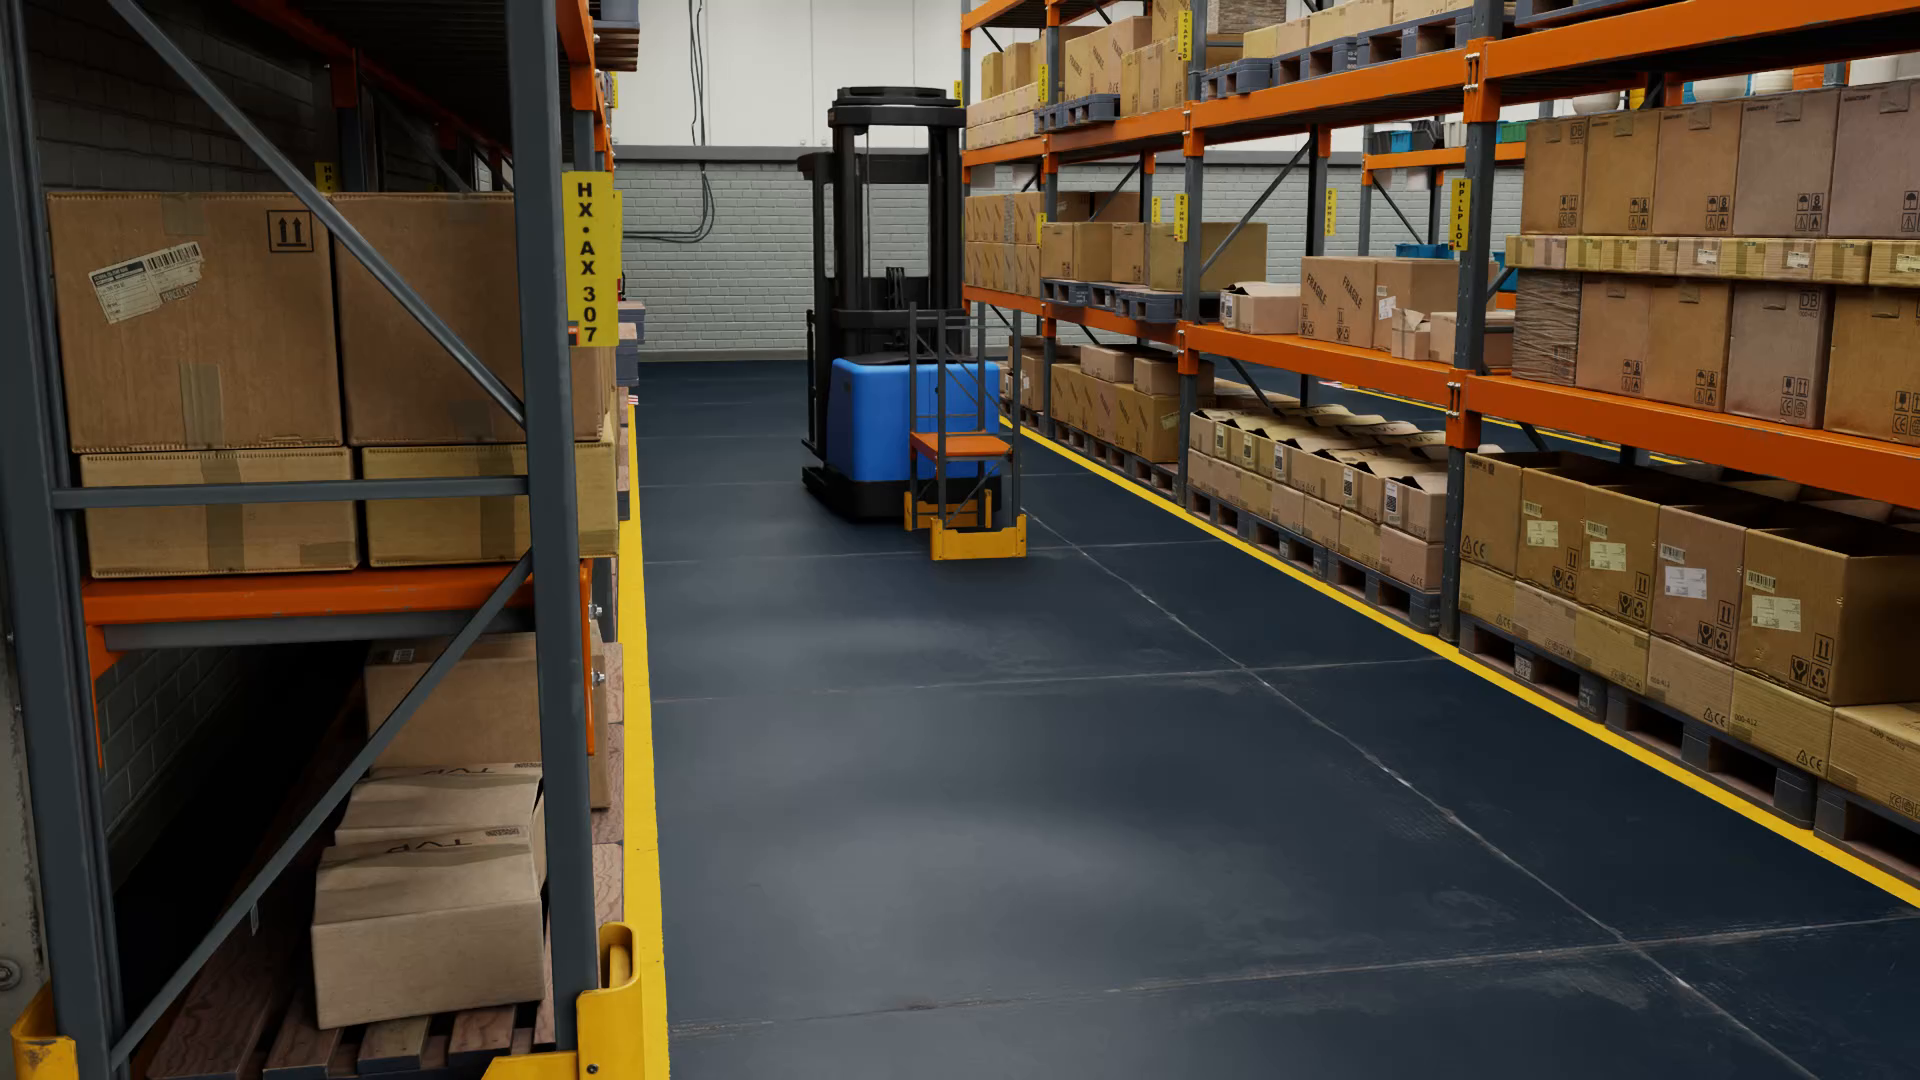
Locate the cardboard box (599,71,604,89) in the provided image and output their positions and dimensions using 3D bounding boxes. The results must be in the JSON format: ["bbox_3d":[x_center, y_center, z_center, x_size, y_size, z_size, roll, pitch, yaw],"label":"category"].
[{"bbox_3d":[-2.383,-2.868,9.905,0.500,0.311,0.500,-2,11,-11],"label":"cardboard box"}]

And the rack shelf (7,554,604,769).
[{"bbox_3d":[-1.621,-0.097,5.107,1.077,0.370,4.000,-2,11,-11],"label":"rack shelf"}]

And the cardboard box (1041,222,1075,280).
[{"bbox_3d":[1.165,-2.625,15.078,0.700,0.500,0.500,-6,12,-30],"label":"cardboard box"}]

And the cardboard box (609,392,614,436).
[{"bbox_3d":[-1.224,-0.309,4.645,0.500,0.250,0.500,-2,11,-12],"label":"cardboard box"}]

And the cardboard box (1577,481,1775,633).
[{"bbox_3d":[2.826,0.058,6.594,0.500,0.500,0.500,-2,11,-11],"label":"cardboard box"}]

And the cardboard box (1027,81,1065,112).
[{"bbox_3d":[0.932,-4.190,15.729,0.500,0.250,0.500,-2,11,-11],"label":"cardboard box"}]

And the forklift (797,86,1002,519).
[{"bbox_3d":[-0.587,-1.816,12.401,1.130,2.935,3.031,-3,11,-15],"label":"forklift"}]

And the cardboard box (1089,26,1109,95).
[{"bbox_3d":[1.471,-4.026,14.148,0.600,0.600,0.600,-2,11,-12],"label":"cardboard box"}]

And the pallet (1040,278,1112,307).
[{"bbox_3d":[1.341,-2.220,14.852,1.003,0.211,1.213,-2,11,-11],"label":"pallet"}]

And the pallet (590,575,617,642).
[{"bbox_3d":[-2.163,0.410,7.977,1.003,0.211,1.213,-2,11,-11],"label":"pallet"}]

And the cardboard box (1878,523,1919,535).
[{"bbox_3d":[3.531,0.223,5.730,0.500,0.500,0.500,-2,11,-11],"label":"cardboard box"}]

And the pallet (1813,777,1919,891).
[{"bbox_3d":[3.437,0.967,5.052,1.003,0.211,1.213,-2,11,-11],"label":"pallet"}]

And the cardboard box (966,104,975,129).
[{"bbox_3d":[0.359,-4.740,18.622,0.500,0.250,0.500,-2,11,-11],"label":"cardboard box"}]

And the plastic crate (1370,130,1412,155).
[{"bbox_3d":[5.176,-4.707,19.730,0.497,0.269,0.590,-2,11,-11],"label":"plastic crate"}]

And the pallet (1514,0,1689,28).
[{"bbox_3d":[3.040,-2.272,6.827,1.003,0.211,1.213,-2,11,-11],"label":"pallet"}]

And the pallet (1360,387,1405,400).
[{"bbox_3d":[5.496,-1.856,19.881,1.003,0.211,1.213,-2,11,-11],"label":"pallet"}]

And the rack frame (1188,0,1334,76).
[{"bbox_3d":[2.071,-4.679,11.210,1.000,3.000,0.127,-2,11,-11],"label":"rack frame"}]

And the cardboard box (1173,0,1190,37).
[{"bbox_3d":[1.893,-3.919,12.301,0.500,0.500,0.500,-2,11,-11],"label":"cardboard box"}]

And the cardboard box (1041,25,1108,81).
[{"bbox_3d":[1.161,-4.567,15.703,0.700,0.500,0.500,-2,11,-11],"label":"cardboard box"}]

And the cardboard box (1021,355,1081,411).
[{"bbox_3d":[0.904,-1.547,16.313,0.500,0.500,0.500,-2,11,-11],"label":"cardboard box"}]

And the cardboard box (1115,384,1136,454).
[{"bbox_3d":[1.558,-0.978,13.319,0.500,0.500,0.500,-3,11,-13],"label":"cardboard box"}]

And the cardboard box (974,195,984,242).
[{"bbox_3d":[0.451,-3.552,18.397,0.500,0.500,0.500,-2,11,-10],"label":"cardboard box"}]

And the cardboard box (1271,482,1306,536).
[{"bbox_3d":[2.189,-0.199,9.950,0.500,0.250,0.500,-2,11,-10],"label":"cardboard box"}]

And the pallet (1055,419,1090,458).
[{"bbox_3d":[1.488,-0.947,15.110,1.003,0.211,1.213,-2,11,-11],"label":"pallet"}]

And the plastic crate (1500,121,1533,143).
[{"bbox_3d":[5.773,-4.081,16.658,0.450,0.188,0.662,-2,11,-11],"label":"plastic crate"}]

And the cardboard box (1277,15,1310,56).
[{"bbox_3d":[2.334,-3.161,10.537,0.500,0.250,0.500,-2,11,-9],"label":"cardboard box"}]

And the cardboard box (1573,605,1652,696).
[{"bbox_3d":[2.826,0.427,6.664,0.500,0.250,0.500,-2,11,-11],"label":"cardboard box"}]

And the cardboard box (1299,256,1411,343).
[{"bbox_3d":[2.413,-1.473,10.148,0.500,0.500,0.500,-3,11,-14],"label":"cardboard box"}]

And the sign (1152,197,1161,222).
[{"bbox_3d":[1.836,-3.055,15.627,0.100,0.325,0.005,-2,11,-11],"label":"sign"}]

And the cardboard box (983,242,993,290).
[{"bbox_3d":[0.543,-2.970,18.012,0.500,0.500,0.500,-2,11,-11],"label":"cardboard box"}]

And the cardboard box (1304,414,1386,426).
[{"bbox_3d":[2.521,-0.680,10.979,0.500,0.311,0.500,-2,11,-12],"label":"cardboard box"}]

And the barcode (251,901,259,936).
[{"bbox_3d":[-1.674,0.898,3.946,0.001,0.075,0.075,-2,11,-11],"label":"barcode"}]

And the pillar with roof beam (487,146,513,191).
[{"bbox_3d":[-1.495,-6.585,21.228,9.100,9.000,0.400,-2,11,-11],"label":"pillar with roof beam"}]

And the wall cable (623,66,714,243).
[{"bbox_3d":[-5.093,-5.490,23.778,3.097,2.526,0.112,-2,11,-11],"label":"wall cable"}]

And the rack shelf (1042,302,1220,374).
[{"bbox_3d":[1.682,-1.745,13.765,1.077,0.370,4.000,-2,11,-11],"label":"rack shelf"}]

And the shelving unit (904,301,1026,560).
[{"bbox_3d":[0.015,-0.723,10.483,0.587,1.500,1.083,-2,11,-11],"label":"shelving unit"}]

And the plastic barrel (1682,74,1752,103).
[{"bbox_3d":[6.634,-4.263,14.586,0.600,0.901,0.708,-2,11,-11],"label":"plastic barrel"}]

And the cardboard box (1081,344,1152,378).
[{"bbox_3d":[1.342,-1.541,14.272,0.500,0.250,0.500,-2,11,-11],"label":"cardboard box"}]

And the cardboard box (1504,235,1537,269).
[{"bbox_3d":[2.711,-1.309,7.551,0.380,0.149,0.250,-2,11,-11],"label":"cardboard box"}]

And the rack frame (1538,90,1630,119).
[{"bbox_3d":[6.152,-5.592,16.007,1.000,3.000,0.127,-2,11,-11],"label":"rack frame"}]

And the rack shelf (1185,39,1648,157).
[{"bbox_3d":[2.460,-2.485,9.631,1.077,0.370,4.000,-2,11,-11],"label":"rack shelf"}]

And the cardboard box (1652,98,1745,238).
[{"bbox_3d":[3.137,-1.419,6.390,0.700,0.500,0.500,-2,11,-11],"label":"cardboard box"}]

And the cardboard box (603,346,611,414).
[{"bbox_3d":[-1.116,-0.577,4.050,0.500,0.500,0.500,-2,11,-11],"label":"cardboard box"}]

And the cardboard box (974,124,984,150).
[{"bbox_3d":[0.450,-4.403,18.185,0.500,0.250,0.500,-2,11,-11],"label":"cardboard box"}]

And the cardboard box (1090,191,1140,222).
[{"bbox_3d":[1.477,-3.102,16.030,0.500,0.500,0.500,-2,11,-10],"label":"cardboard box"}]

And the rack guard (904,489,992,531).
[{"bbox_3d":[-0.082,-0.200,11.080,0.587,0.250,0.087,-2,11,-11],"label":"rack guard"}]

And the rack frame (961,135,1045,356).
[{"bbox_3d":[0.515,-3.199,19.480,1.000,3.000,0.127,-2,11,-11],"label":"rack frame"}]

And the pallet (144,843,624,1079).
[{"bbox_3d":[-1.370,1.122,4.236,1.003,0.211,1.213,-2,11,-11],"label":"pallet"}]

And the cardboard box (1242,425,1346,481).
[{"bbox_3d":[2.092,-0.566,10.379,0.500,0.311,0.500,-2,11,-13],"label":"cardboard box"}]

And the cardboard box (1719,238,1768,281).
[{"bbox_3d":[3.016,-1.025,6.059,0.380,0.149,0.250,-2,11,-11],"label":"cardboard box"}]

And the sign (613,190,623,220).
[{"bbox_3d":[-3.809,-3.720,18.490,0.100,0.325,0.005,-2,11,-11],"label":"sign"}]

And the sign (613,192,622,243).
[{"bbox_3d":[-2.257,-2.102,10.833,0.100,0.325,0.005,-2,11,-11],"label":"sign"}]
